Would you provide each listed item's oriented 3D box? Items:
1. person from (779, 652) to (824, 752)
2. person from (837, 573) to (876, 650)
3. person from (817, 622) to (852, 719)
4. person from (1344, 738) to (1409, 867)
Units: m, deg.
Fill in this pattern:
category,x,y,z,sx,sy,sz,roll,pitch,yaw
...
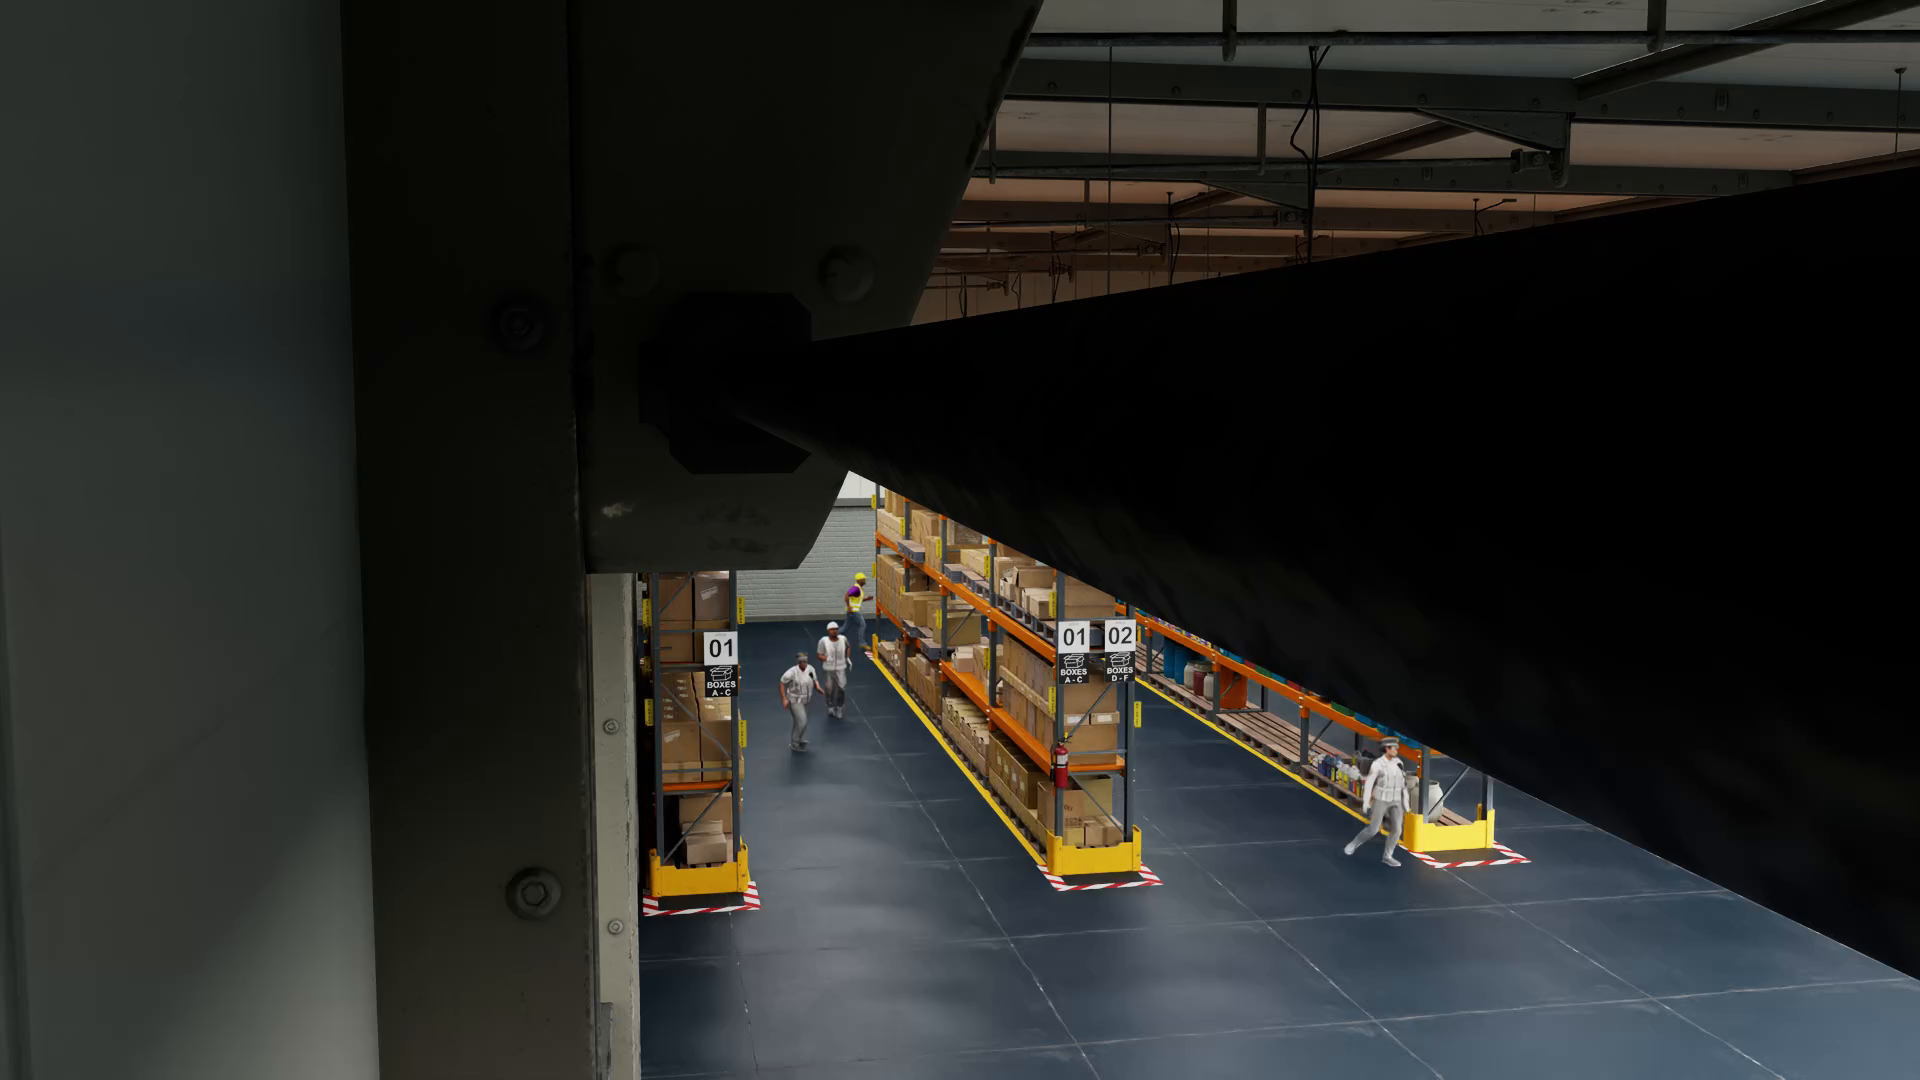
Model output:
category,x,y,z,sx,sy,sz,roll,pitch,yaw
person,-2.610,2.692,27.658,0.853,1.733,0.670,4,7,33
person,-2.382,1.603,37.448,1.006,1.722,0.698,-1,6,-10
person,-2.261,2.361,30.098,0.655,1.784,0.796,-1,6,-10
person,5.340,3.321,21.269,0.696,1.654,0.587,-2,6,-19
